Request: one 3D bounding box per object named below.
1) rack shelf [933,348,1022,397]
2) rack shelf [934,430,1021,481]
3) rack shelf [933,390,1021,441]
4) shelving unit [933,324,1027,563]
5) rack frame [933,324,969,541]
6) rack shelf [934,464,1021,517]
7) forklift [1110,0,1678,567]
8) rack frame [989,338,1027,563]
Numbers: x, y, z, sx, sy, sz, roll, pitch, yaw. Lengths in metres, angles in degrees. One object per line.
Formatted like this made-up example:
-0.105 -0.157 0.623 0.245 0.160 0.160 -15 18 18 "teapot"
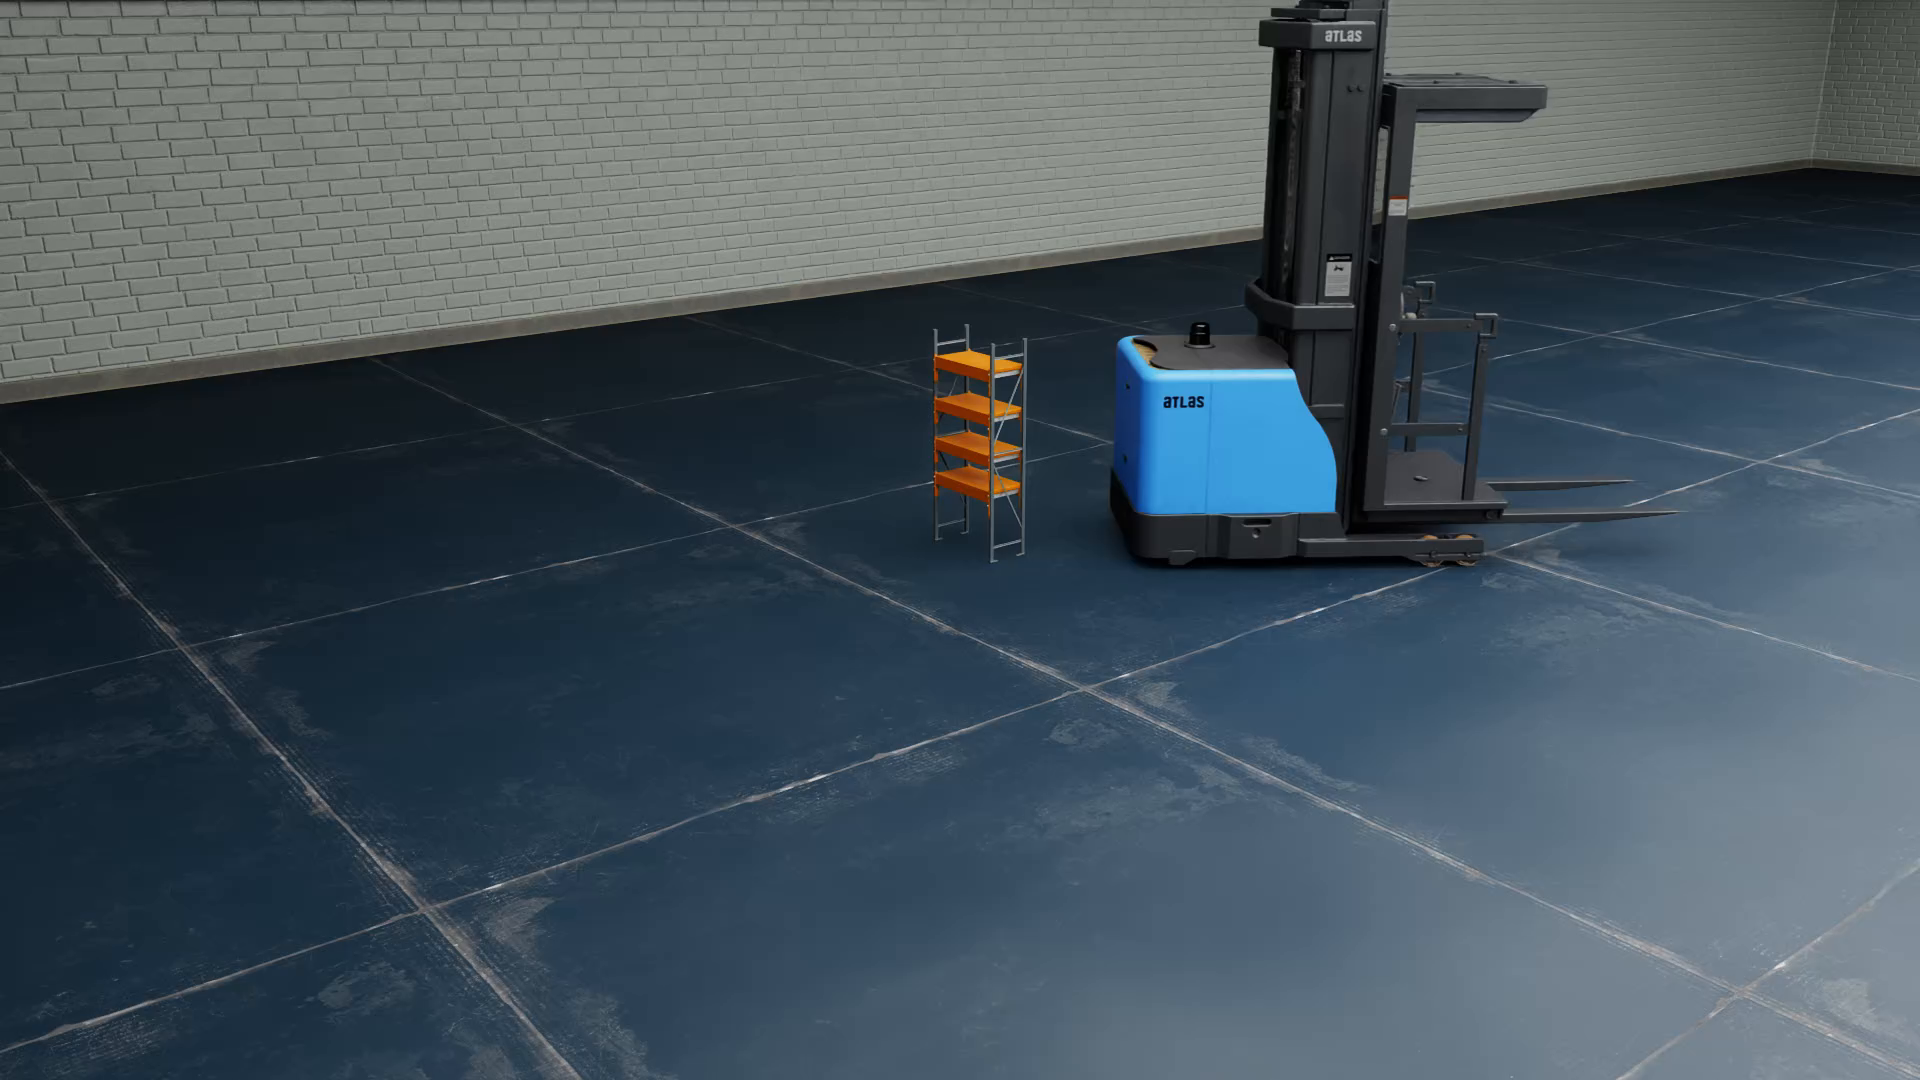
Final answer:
0.103 -0.902 8.927 0.258 0.148 0.480 -14 23 -36 "rack shelf"
0.103 -0.465 9.072 0.258 0.148 0.480 -14 23 -36 "rack shelf"
0.103 -0.677 9.002 0.258 0.148 0.480 -14 23 -36 "rack shelf"
0.103 -0.529 9.051 0.258 1.200 0.503 -14 23 -36 "shelving unit"
-0.049 -0.589 9.232 0.240 1.200 0.015 -14 23 -36 "rack frame"
0.103 -0.276 9.134 0.258 0.148 0.480 -14 23 -36 "rack shelf"
2.413 -1.413 8.968 3.031 2.935 1.130 -1 18 -3 "forklift"
0.254 -0.469 8.869 0.240 1.200 0.015 -14 23 -36 "rack frame"
